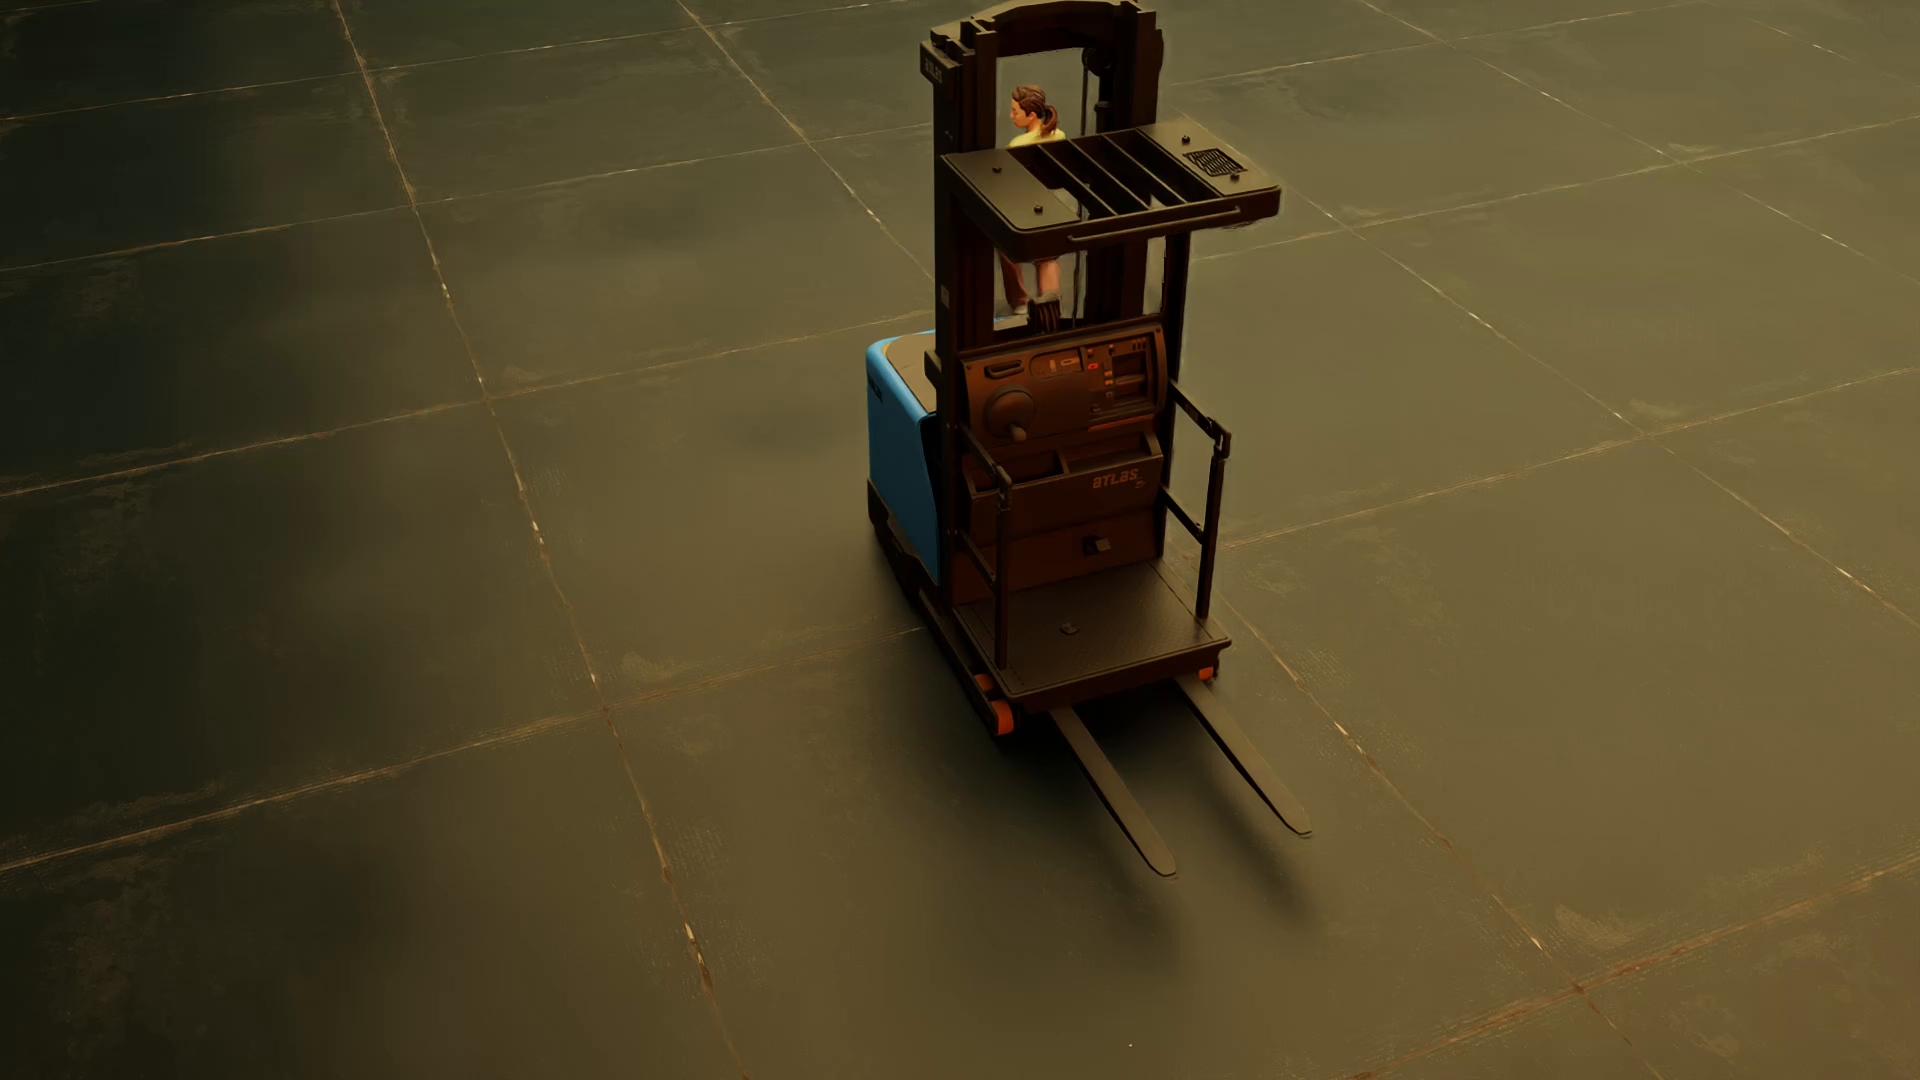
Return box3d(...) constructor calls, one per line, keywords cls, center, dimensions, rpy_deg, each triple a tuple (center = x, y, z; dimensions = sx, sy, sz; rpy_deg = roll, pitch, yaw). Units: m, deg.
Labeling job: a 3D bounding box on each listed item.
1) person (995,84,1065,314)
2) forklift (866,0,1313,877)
box3d(cls="person", center=(0.408, -2.001, 10.092), dimensions=(0.495, 1.589, 0.838), rpy_deg=(-10, 37, -13))
box3d(cls="forklift", center=(0.537, -0.600, 6.943), dimensions=(1.130, 2.935, 3.031), rpy_deg=(-13, 37, -17))
